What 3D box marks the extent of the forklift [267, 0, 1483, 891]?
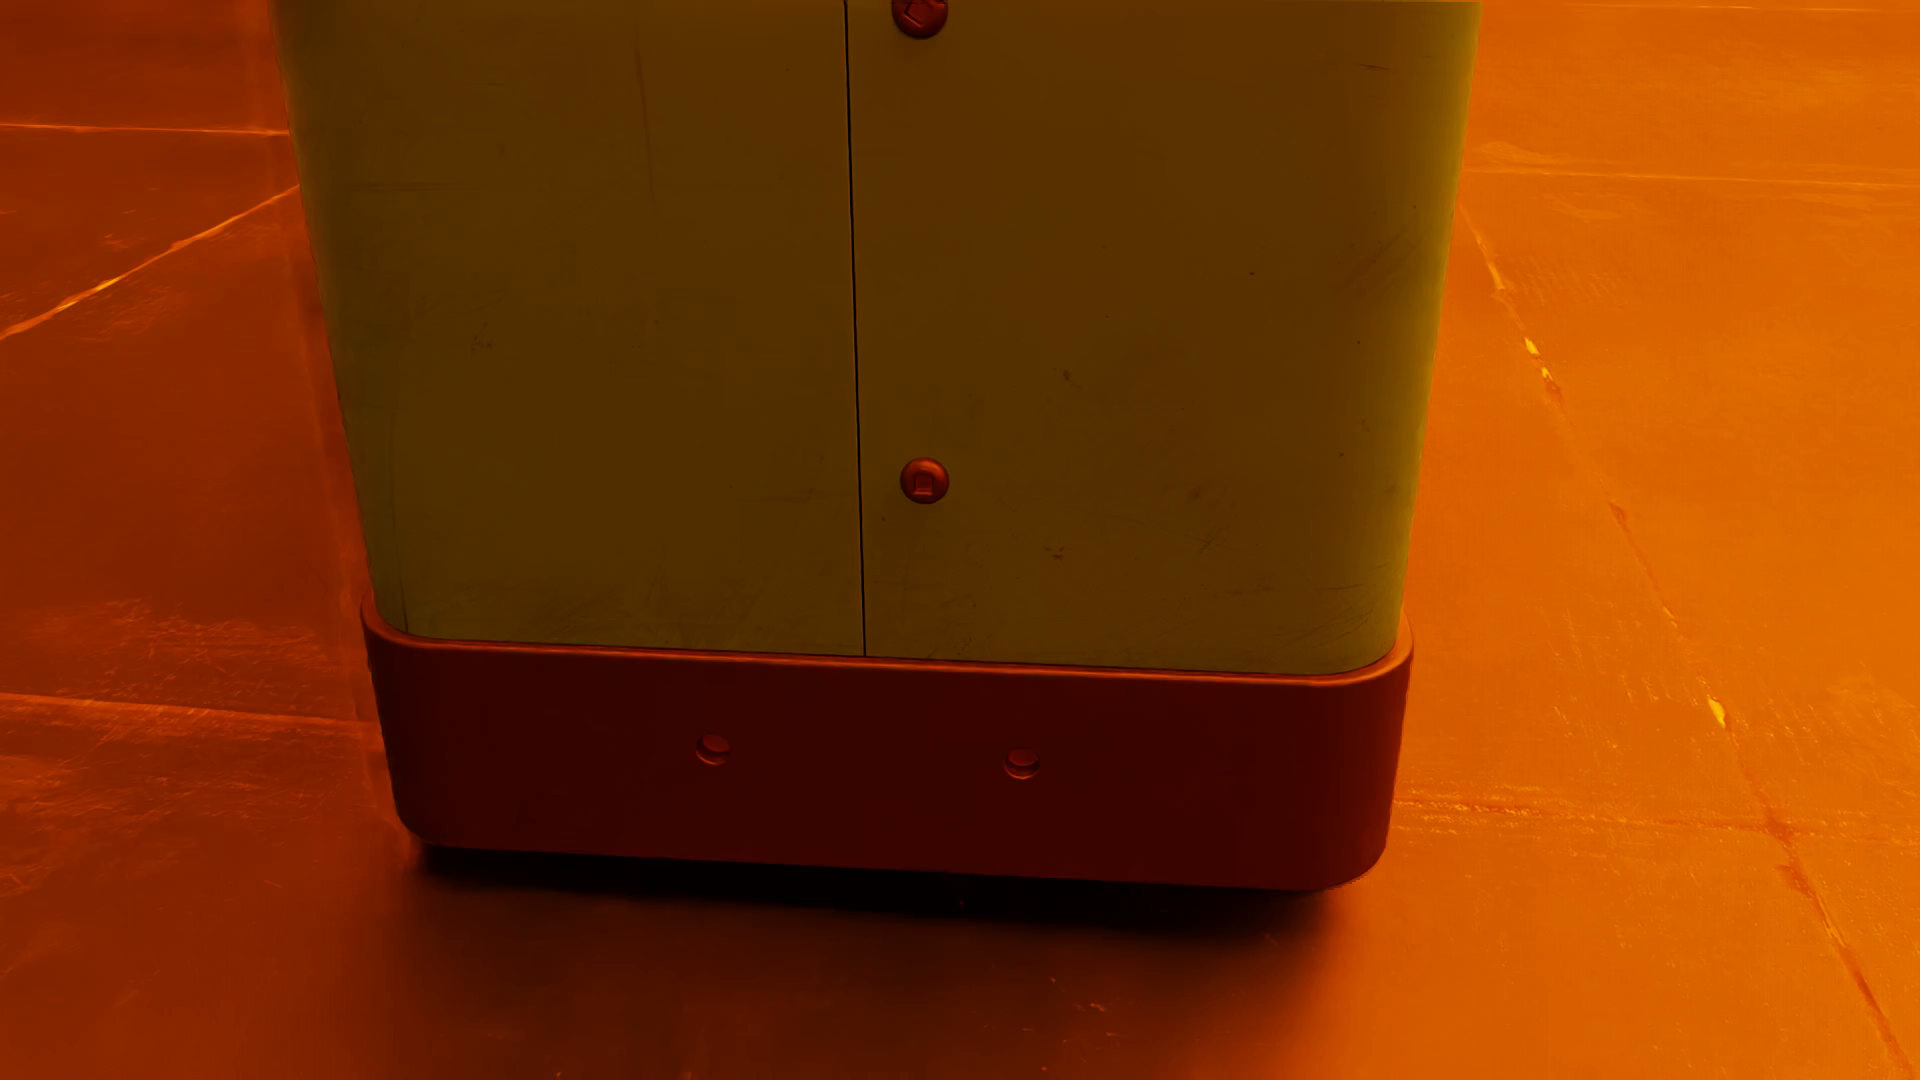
[{"bbox_3d":[0.033,-1.589,2.402,1.130,2.935,3.031,2,27,4],"label":"forklift"}]
